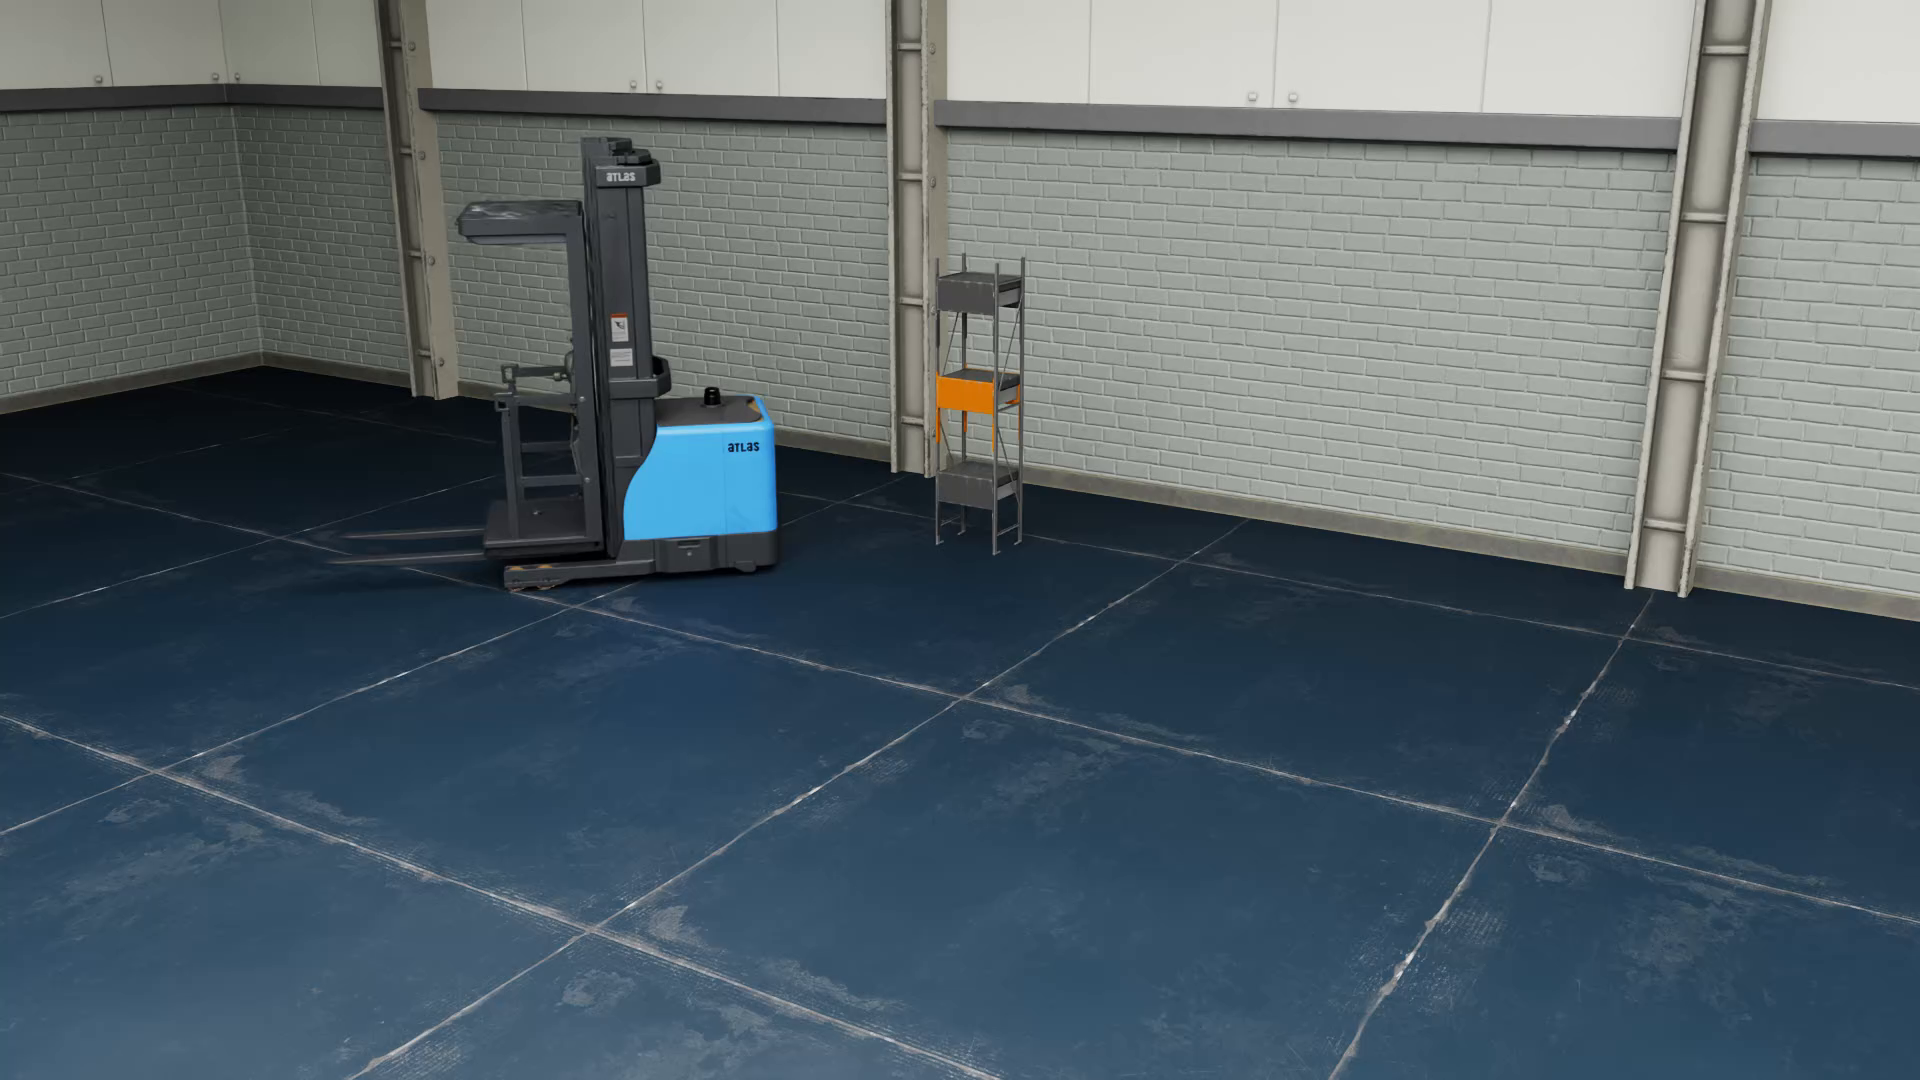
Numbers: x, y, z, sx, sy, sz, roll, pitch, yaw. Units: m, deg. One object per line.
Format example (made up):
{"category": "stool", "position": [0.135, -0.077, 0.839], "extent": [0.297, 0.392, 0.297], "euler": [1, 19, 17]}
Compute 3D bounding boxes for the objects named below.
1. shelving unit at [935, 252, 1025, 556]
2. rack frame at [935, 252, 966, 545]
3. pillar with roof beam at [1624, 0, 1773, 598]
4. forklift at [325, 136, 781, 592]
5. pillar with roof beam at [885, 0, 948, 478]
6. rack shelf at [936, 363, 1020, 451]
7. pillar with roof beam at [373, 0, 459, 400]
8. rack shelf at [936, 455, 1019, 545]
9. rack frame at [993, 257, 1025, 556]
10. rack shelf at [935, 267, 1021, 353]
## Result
{"category": "shelving unit", "position": [0.141, -0.979, 11.993], "extent": [0.503, 2.100, 0.431], "euler": [10, 20, 30]}
{"category": "rack frame", "position": [-0.067, -1.017, 12.115], "extent": [0.015, 2.100, 0.400], "euler": [10, 20, 30]}
{"category": "pillar with roof beam", "position": [2.510, -2.922, 6.518], "extent": [0.400, 9.000, 9.100], "euler": [10, 20, 30]}
{"category": "forklift", "position": [-2.830, -1.222, 11.360], "extent": [3.031, 2.935, 1.130], "euler": [-4, 17, -12]}
{"category": "pillar with roof beam", "position": [-2.602, -3.835, 9.522], "extent": [0.400, 9.000, 9.100], "euler": [10, 20, 30]}
{"category": "rack shelf", "position": [0.141, -0.966, 11.997], "extent": [0.480, 0.518, 0.431], "euler": [10, 20, 30]}
{"category": "pillar with roof beam", "position": [-7.715, -4.747, 12.527], "extent": [0.400, 9.000, 9.100], "euler": [10, 20, 30]}
{"category": "rack shelf", "position": [0.141, -0.297, 12.201], "extent": [0.480, 0.518, 0.431], "euler": [10, 20, 30]}
{"category": "rack frame", "position": [0.349, -0.942, 11.871], "extent": [0.015, 2.100, 0.400], "euler": [10, 20, 30]}
{"category": "rack shelf", "position": [0.141, -1.636, 11.794], "extent": [0.480, 0.518, 0.431], "euler": [10, 20, 30]}
